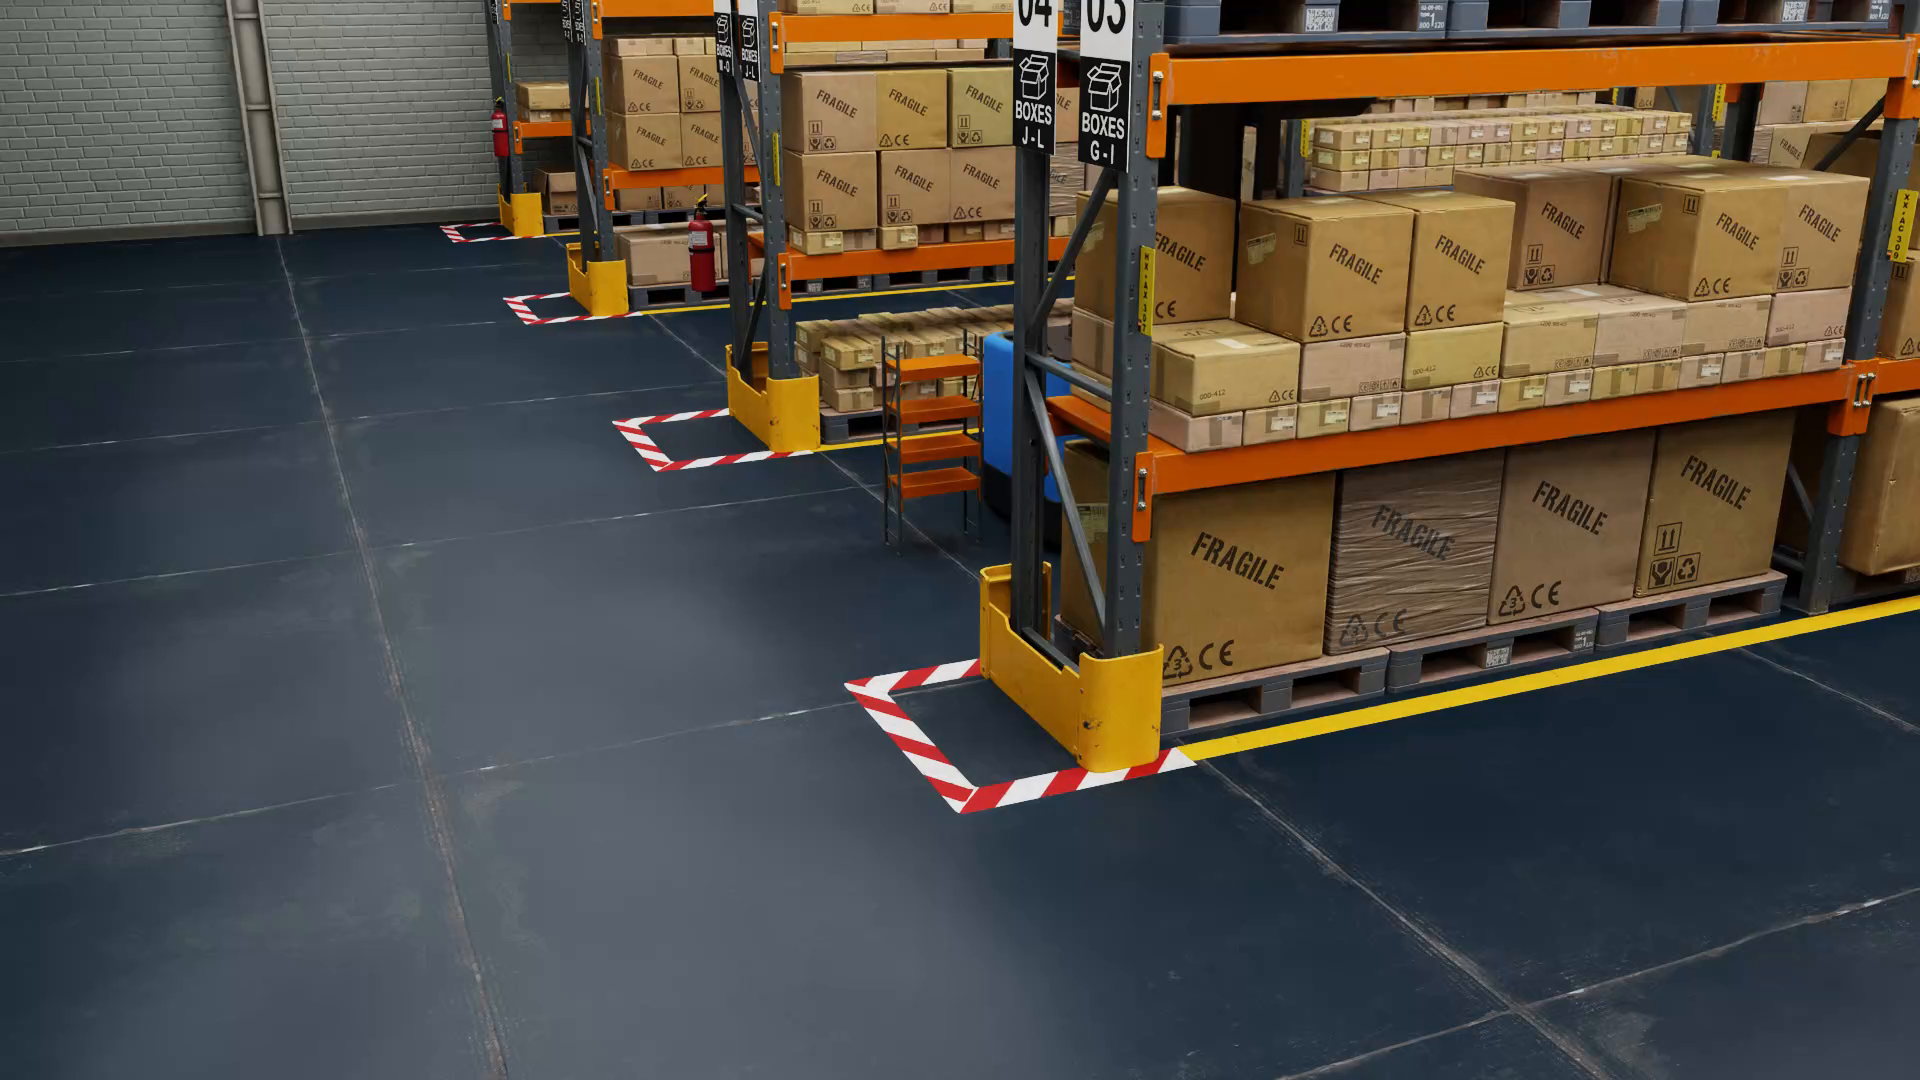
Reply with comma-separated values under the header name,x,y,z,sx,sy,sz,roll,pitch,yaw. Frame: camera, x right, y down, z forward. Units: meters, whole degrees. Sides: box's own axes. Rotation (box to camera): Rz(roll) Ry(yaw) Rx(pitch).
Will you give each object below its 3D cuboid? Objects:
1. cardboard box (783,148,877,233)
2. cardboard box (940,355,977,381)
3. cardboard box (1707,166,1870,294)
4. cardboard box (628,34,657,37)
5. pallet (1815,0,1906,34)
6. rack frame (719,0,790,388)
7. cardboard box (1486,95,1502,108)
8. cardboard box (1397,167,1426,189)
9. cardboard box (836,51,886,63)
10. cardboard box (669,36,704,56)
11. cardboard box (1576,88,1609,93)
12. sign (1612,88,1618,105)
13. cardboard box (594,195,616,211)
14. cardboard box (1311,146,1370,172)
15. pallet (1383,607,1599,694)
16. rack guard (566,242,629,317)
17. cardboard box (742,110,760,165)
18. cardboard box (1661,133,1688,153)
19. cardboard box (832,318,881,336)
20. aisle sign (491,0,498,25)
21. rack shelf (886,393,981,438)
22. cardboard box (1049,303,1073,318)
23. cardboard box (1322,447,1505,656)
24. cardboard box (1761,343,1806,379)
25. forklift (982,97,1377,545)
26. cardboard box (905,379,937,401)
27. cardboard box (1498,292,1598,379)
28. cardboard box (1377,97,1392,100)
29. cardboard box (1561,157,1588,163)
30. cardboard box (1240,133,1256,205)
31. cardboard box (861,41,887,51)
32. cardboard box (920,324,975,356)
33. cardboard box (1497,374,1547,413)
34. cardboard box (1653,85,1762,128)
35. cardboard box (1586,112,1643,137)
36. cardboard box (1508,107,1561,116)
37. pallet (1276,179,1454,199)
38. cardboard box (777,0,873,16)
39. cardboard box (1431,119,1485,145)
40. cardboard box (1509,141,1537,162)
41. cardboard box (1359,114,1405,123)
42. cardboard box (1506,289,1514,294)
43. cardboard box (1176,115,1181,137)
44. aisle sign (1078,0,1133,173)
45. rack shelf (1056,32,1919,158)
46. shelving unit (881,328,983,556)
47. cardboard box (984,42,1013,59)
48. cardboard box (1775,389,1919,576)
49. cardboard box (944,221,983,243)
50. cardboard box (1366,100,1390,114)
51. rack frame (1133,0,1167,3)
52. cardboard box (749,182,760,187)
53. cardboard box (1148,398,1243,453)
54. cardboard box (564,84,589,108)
name,x,y,z,sx,sy,sz,roll,pitch,yaw
cardboard box,-0.866,-2.345,11.067,0.500,0.500,0.500,-7,21,-19
cardboard box,-0.063,-1.246,11.756,0.250,0.149,0.380,-7,21,-20
cardboard box,3.841,-1.464,7.813,0.500,0.500,0.500,-8,21,-20
cardboard box,-2.967,-4.653,15.587,0.250,0.149,0.380,-8,21,-21
pallet,4.979,-2.643,8.284,1.217,0.209,0.805,-9,21,-24
rack frame,-1.388,-2.183,11.205,0.127,3.000,1.000,-8,21,-22
cardboard box,5.989,-5.052,19.100,0.250,0.149,0.380,-9,21,-24
cardboard box,3.312,-2.770,12.619,0.250,0.149,0.380,-8,21,-22
cardboard box,-1.025,-4.444,15.970,0.500,0.500,0.500,-8,21,-21
cardboard box,-2.509,-4.521,15.214,0.250,0.149,0.380,-7,21,-20
cardboard box,7.244,-5.512,19.430,0.500,0.500,0.500,-9,21,-23
sign,5.735,-3.950,14.481,0.005,0.325,0.100,-8,21,-22
cardboard box,-4.406,-4.141,20.427,0.250,0.149,0.380,-9,21,-24
cardboard box,2.829,-2.840,12.371,0.250,0.149,0.380,-8,21,-21
pallet,2.306,0.370,8.153,1.213,0.211,1.003,-8,21,-22
rack guard,-3.463,-2.497,15.860,0.348,0.500,1.175,-8,21,-22
cardboard box,-1.959,-3.838,15.756,0.500,0.500,0.500,-8,21,-22
cardboard box,5.685,-3.251,13.537,0.250,0.149,0.380,-8,21,-21
cardboard box,-0.749,-1.479,11.971,0.250,0.149,0.380,-8,21,-21
aisle sign,-5.357,-6.320,19.040,0.004,0.787,0.394,-8,21,-22
rack shelf,-0.152,-0.692,9.209,0.480,0.148,0.258,-8,21,-22
cardboard box,0.684,-1.683,12.551,0.250,0.149,0.380,-9,21,-24
cardboard box,1.876,-0.081,7.803,0.875,0.875,0.875,-8,21,-22
cardboard box,3.770,-0.891,7.913,0.250,0.149,0.380,-8,21,-21
forklift,1.681,-1.649,9.791,3.031,2.935,1.130,-9,21,-24
cardboard box,-0.347,-1.102,11.794,0.250,0.149,0.380,-8,21,-21
cardboard box,2.446,-0.913,7.376,0.500,0.250,0.500,-9,21,-23
cardboard box,4.409,-5.106,18.275,0.500,0.500,0.500,-9,21,-23
cardboard box,4.746,-2.976,13.204,0.250,0.149,0.380,-9,21,-24
cardboard box,1.953,-2.747,12.208,0.500,0.500,0.500,-8,21,-22
cardboard box,-0.884,-4.778,15.943,0.250,0.149,0.380,-8,21,-22
cardboard box,-0.090,-1.407,11.766,0.250,0.149,0.380,-9,21,-25
cardboard box,2.353,-0.687,7.336,0.250,0.149,0.380,-9,21,-23
cardboard box,6.374,-3.810,14.170,0.500,0.500,0.700,-8,21,-22
cardboard box,5.218,-3.324,13.297,0.250,0.149,0.380,-7,21,-20
cardboard box,4.741,-3.492,13.773,0.250,0.149,0.380,-9,21,-24
pallet,3.045,-2.675,12.891,1.213,0.211,1.003,-8,21,-22
cardboard box,-0.874,-3.508,10.678,0.500,0.250,0.500,-7,21,-20
cardboard box,3.784,-3.118,12.711,0.250,0.149,0.380,-8,21,-22
cardboard box,4.264,-3.047,12.957,0.250,0.149,0.380,-9,21,-23
cardboard box,3.302,-3.285,13.186,0.250,0.149,0.380,-8,21,-22
cardboard box,2.234,-1.074,7.835,0.500,0.250,0.500,-8,21,-22
cardboard box,1.488,-3.154,11.859,0.500,0.500,0.500,-9,21,-24
aisle sign,0.537,-1.782,6.153,0.004,0.787,0.394,-8,21,-22
rack shelf,2.321,-1.996,7.240,4.000,0.370,1.077,-8,21,-22
shelving unit,-0.152,-0.544,9.261,0.503,1.200,0.258,-8,21,-22
cardboard box,0.542,-4.859,17.150,0.500,0.500,0.500,-7,21,-20
cardboard box,4.737,-0.469,8.905,0.875,0.875,1.225,-8,21,-22
cardboard box,-0.032,-2.176,11.564,0.250,0.149,0.380,-8,21,-22
cardboard box,4.549,-4.824,18.452,0.250,0.149,0.380,-10,22,-25
rack frame,0.484,-3.487,5.875,0.127,3.000,1.000,-8,21,-22
cardboard box,-2.438,-4.633,21.581,0.500,0.311,0.500,-7,21,-20
cardboard box,0.941,-0.484,6.760,0.250,0.149,0.380,-8,21,-21
cardboard box,-4.425,-5.306,19.852,0.500,0.250,0.500,-8,21,-21
